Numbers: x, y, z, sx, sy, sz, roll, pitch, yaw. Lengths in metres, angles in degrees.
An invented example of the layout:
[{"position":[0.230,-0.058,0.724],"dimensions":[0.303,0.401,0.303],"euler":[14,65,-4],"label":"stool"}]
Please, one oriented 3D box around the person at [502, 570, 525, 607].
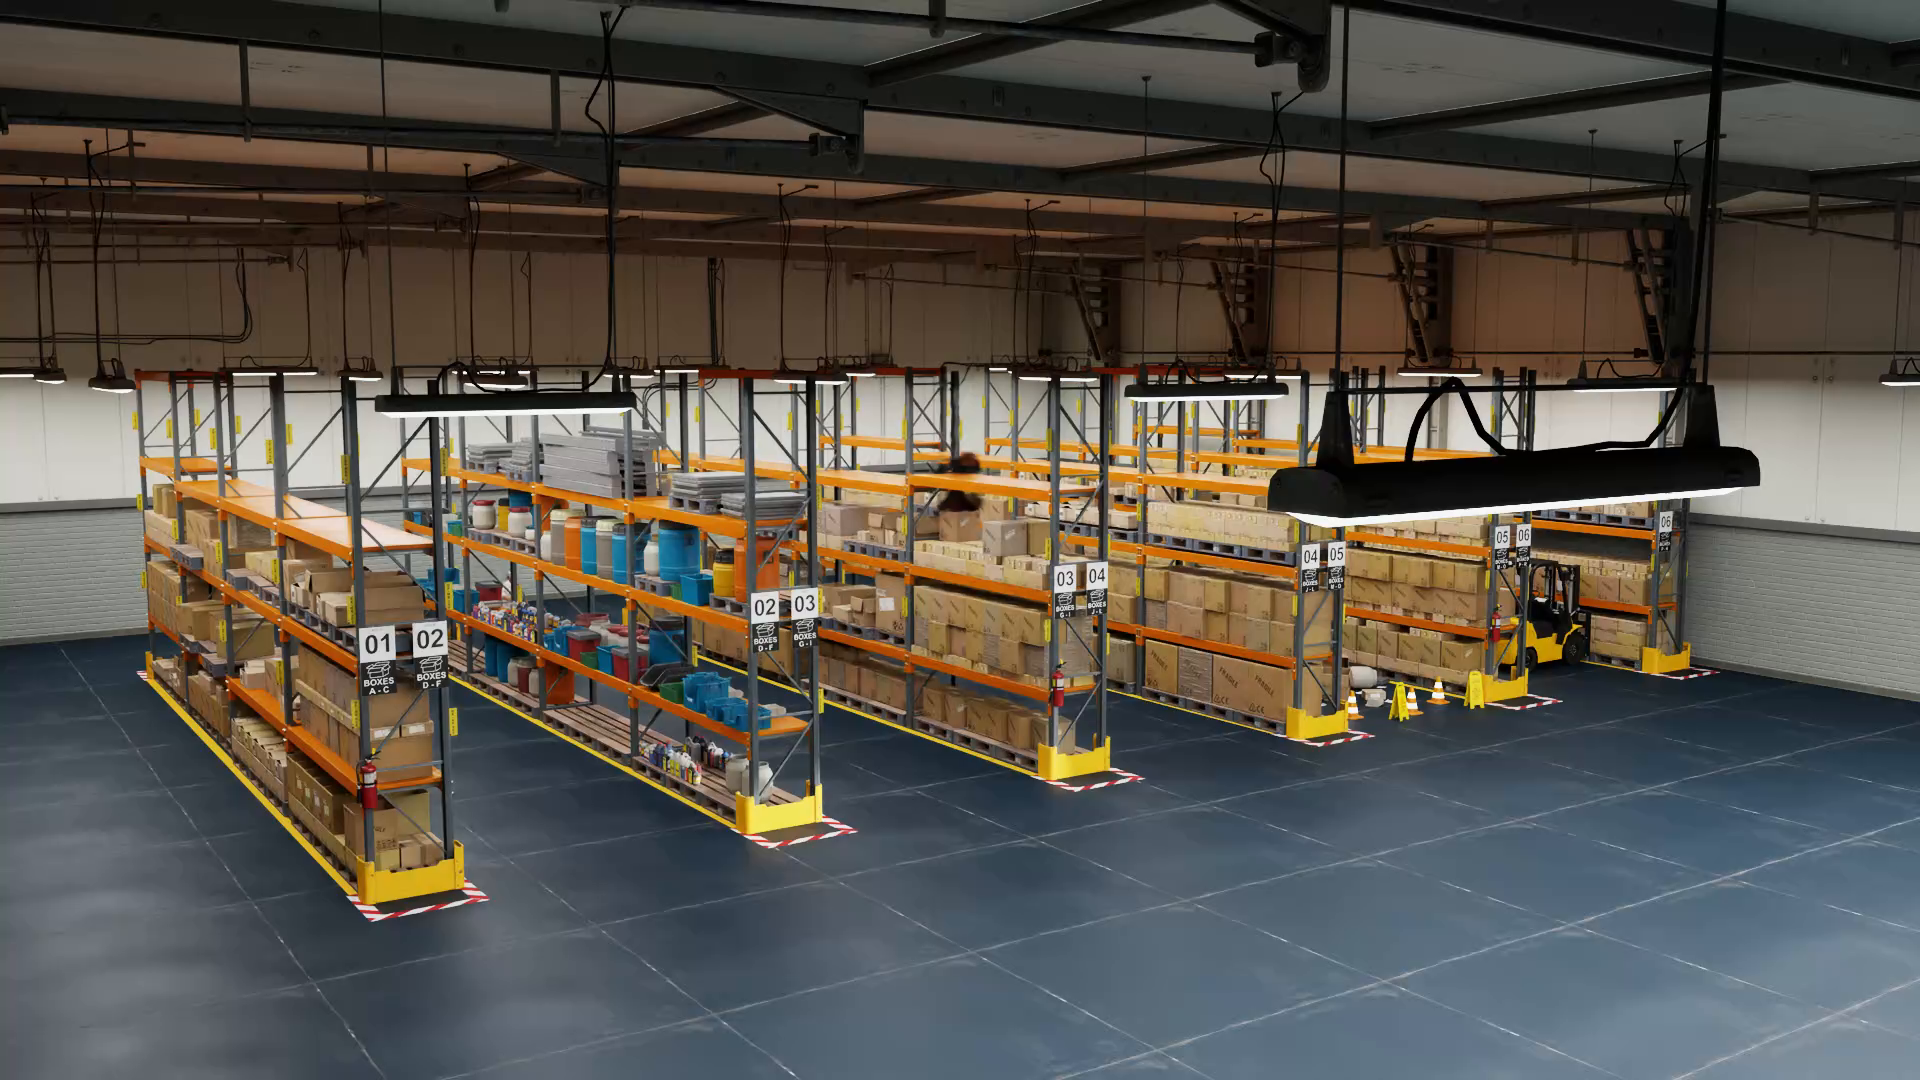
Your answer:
[{"position":[-9.743,1.432,36.291],"dimensions":[0.665,1.591,0.681],"euler":[3,7,26],"label":"person"}]
